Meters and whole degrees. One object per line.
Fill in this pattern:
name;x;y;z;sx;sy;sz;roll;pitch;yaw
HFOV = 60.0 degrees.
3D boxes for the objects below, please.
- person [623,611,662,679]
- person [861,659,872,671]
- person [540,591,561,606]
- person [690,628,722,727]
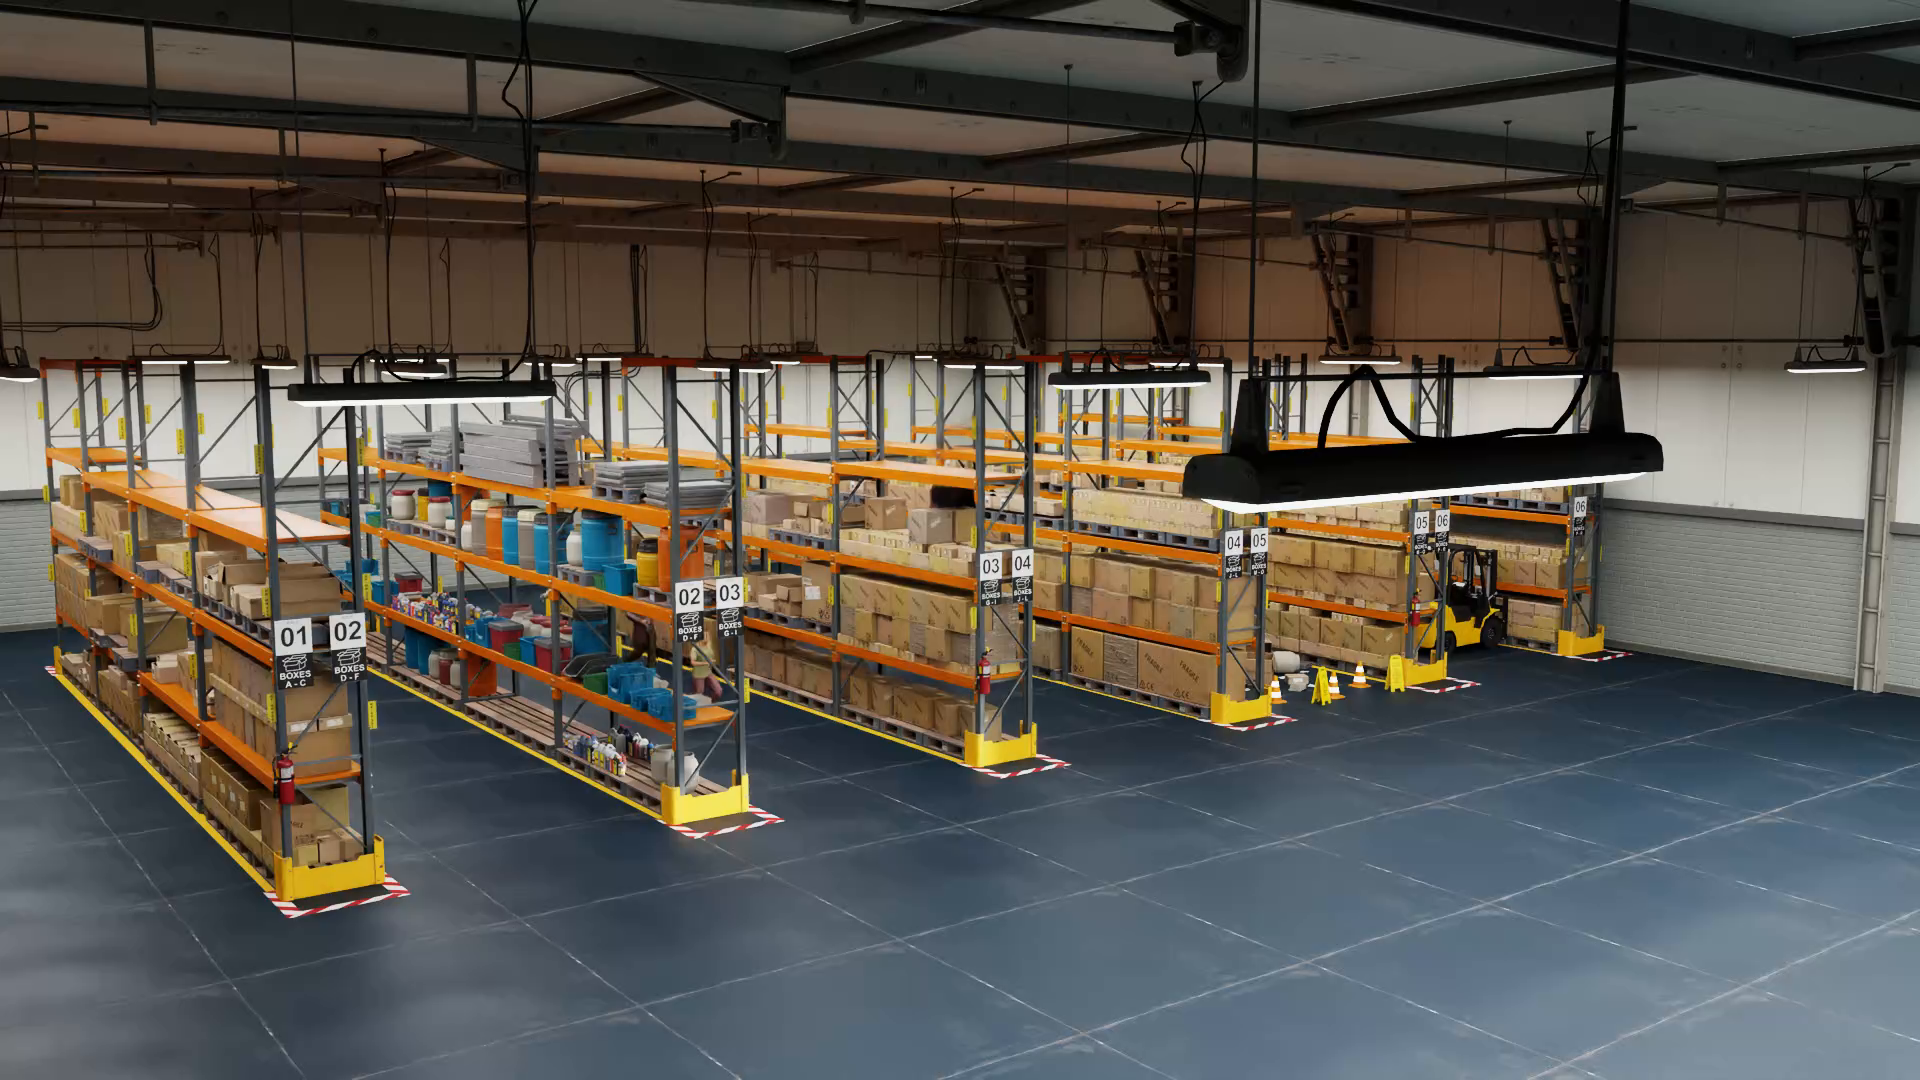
person;-5.993;1.702;31.305;0.954;1.776;0.712;6;9;39
person;-1.652;1.733;31.621;0.564;1.581;0.705;-7;9;-44
person;-9.490;0.844;38.671;0.578;1.728;0.671;-1;7;-10
person;-4.221;2.235;27.240;0.777;1.647;0.604;6;9;39
